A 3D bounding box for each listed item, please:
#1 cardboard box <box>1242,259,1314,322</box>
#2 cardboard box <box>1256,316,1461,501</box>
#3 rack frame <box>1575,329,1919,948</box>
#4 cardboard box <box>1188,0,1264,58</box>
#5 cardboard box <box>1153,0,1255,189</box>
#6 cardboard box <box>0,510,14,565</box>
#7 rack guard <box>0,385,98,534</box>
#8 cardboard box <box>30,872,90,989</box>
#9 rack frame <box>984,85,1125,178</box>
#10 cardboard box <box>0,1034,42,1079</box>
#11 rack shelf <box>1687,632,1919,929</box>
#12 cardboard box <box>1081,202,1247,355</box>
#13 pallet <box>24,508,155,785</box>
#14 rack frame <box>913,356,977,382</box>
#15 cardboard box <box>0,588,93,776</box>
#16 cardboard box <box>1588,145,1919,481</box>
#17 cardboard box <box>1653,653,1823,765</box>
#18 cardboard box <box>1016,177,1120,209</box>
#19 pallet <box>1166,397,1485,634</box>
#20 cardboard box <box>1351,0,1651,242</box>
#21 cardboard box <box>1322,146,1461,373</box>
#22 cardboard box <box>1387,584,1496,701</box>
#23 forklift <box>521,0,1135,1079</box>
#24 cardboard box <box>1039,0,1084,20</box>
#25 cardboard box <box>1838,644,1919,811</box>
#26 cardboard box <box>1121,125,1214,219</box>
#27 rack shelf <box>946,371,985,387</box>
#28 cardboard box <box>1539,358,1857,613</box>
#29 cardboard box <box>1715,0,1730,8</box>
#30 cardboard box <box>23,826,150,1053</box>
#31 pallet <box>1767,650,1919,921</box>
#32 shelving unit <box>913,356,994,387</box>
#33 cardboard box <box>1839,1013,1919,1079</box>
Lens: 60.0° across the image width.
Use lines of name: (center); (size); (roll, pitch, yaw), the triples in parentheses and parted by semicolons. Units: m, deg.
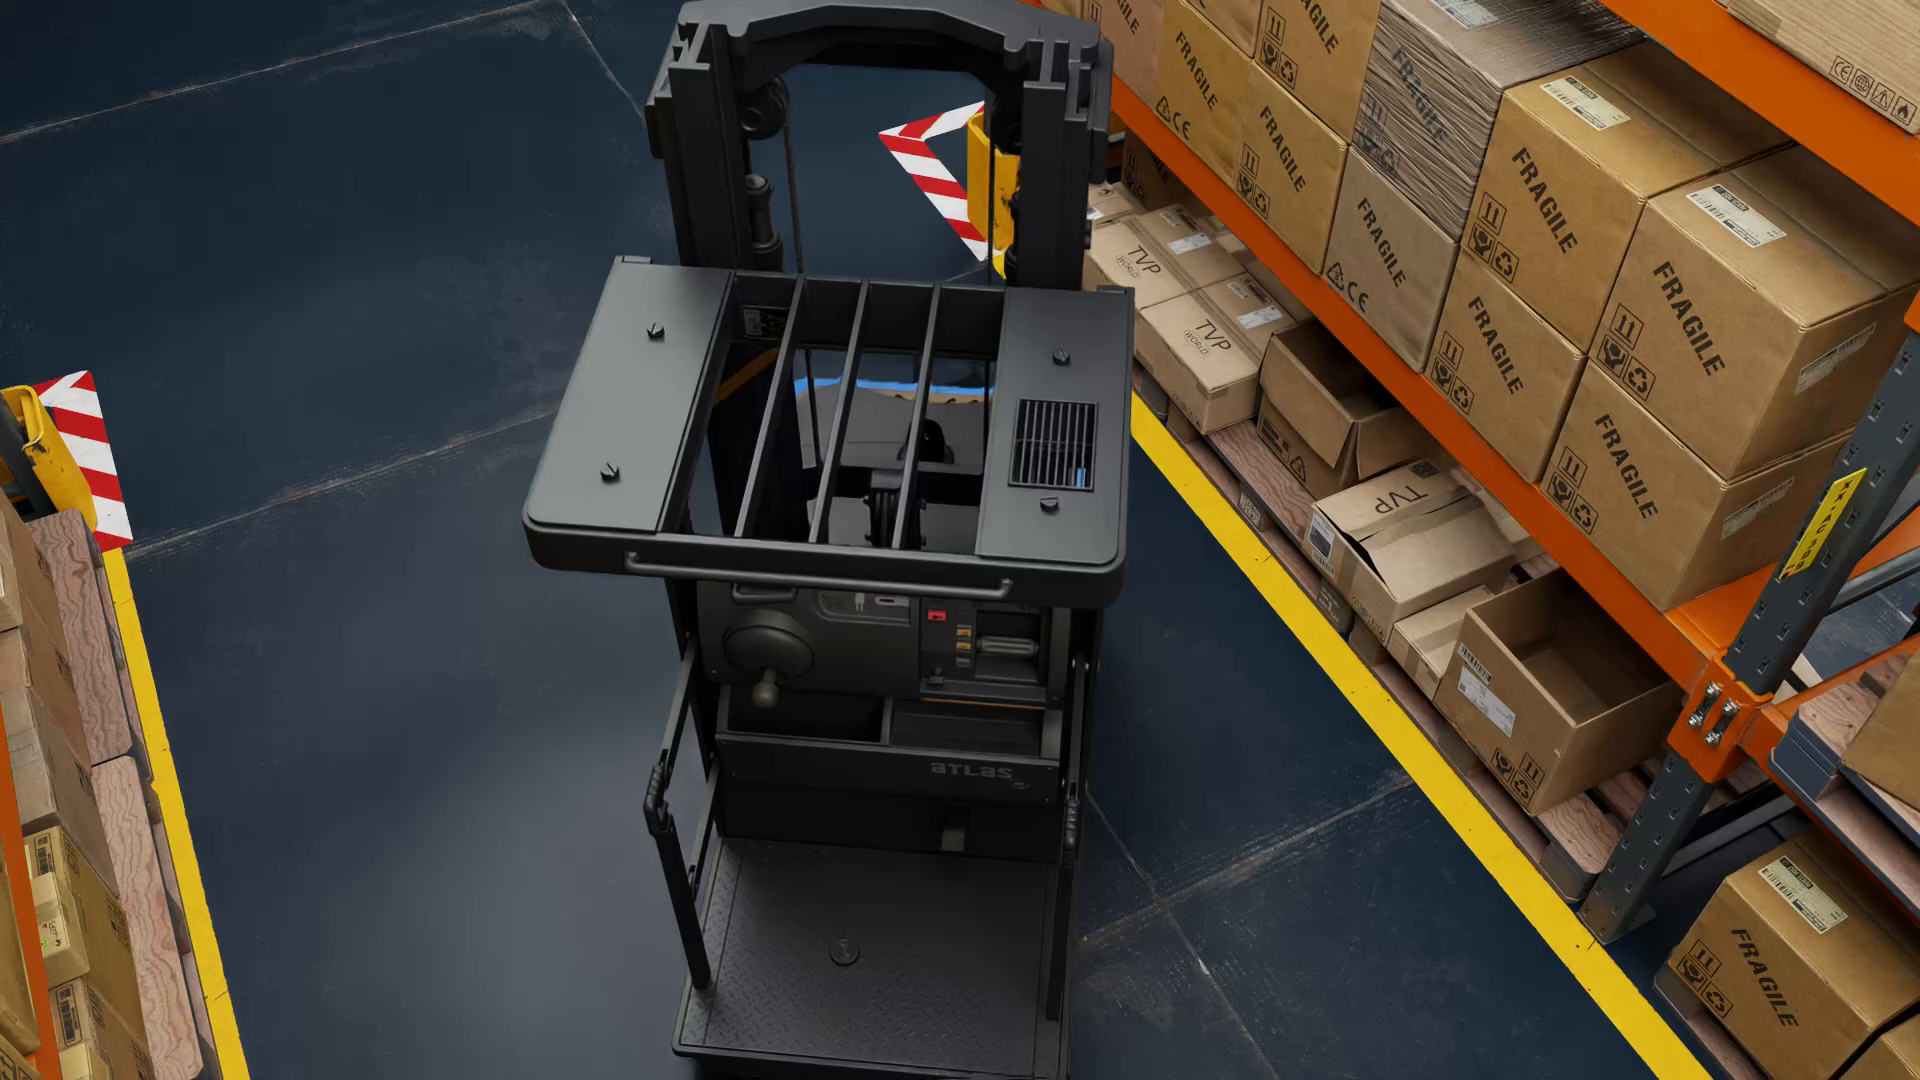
cardboard box: (1.449, -0.932, 6.607); (0.500, 0.250, 0.500); (-21, 52, -18)
cardboard box: (1.539, -0.519, 6.077); (0.797, 0.503, 0.637); (-21, 52, -18)
rack frame: (2.404, 0.060, 4.205); (1.000, 3.000, 0.127); (-21, 52, -18)
cardboard box: (1.012, -1.908, 5.195); (0.500, 0.500, 0.500); (-21, 52, -17)
cardboard box: (1.010, -1.582, 5.574); (0.500, 0.500, 0.500); (-21, 52, -18)
cardboard box: (-3.200, 0.020, 5.191); (0.380, 0.149, 0.250); (-22, 52, -18)
rack guard: (-3.841, -0.102, 6.007); (1.175, 0.500, 0.348); (-21, 52, -18)
cardboard box: (-2.484, 1.063, 4.279); (0.380, 0.149, 0.250); (-23, 53, -19)
rack frame: (0.573, -2.617, 6.546); (1.000, 3.000, 0.127); (-21, 52, -18)
cardboard box: (-2.233, 1.301, 2.920); (0.980, 0.700, 0.700); (-20, 52, -17)
rack shelf: (3.319, 1.635, 3.305); (1.077, 0.370, 4.000); (-21, 52, -18)
cardboard box: (0.799, -1.061, 6.719); (0.500, 0.250, 0.500); (-21, 52, -18)
pallet: (-3.394, 0.518, 5.657); (1.003, 0.211, 1.213); (-21, 52, -18)
rack frame: (-0.050, -0.370, 5.976); (0.240, 0.900, 0.006); (-21, 52, -18)
cardboard box: (-3.191, 0.545, 5.162); (0.700, 0.500, 0.500); (-21, 52, -18)
cardboard box: (1.942, -0.552, 4.009); (0.500, 0.500, 0.500); (-21, 52, -17)
cardboard box: (2.404, 0.445, 5.362); (0.500, 0.311, 0.500); (-21, 52, -18)
cardboard box: (0.459, -1.425, 7.105); (0.380, 0.149, 0.250); (-21, 52, -18)
pallet: (1.528, -0.300, 6.372); (1.003, 0.211, 1.213); (-21, 52, -18)
cardboard box: (1.475, -1.231, 4.603); (0.500, 0.500, 0.500); (-21, 52, -17)
cardboard box: (1.472, -0.907, 4.984); (0.500, 0.500, 0.500); (-20, 52, -17)
cardboard box: (1.666, 0.340, 5.562); (0.380, 0.149, 0.250); (-21, 52, -18)
forklift: (-0.209, 0.350, 3.997); (1.130, 2.935, 3.031); (4, 49, 4)
cardboard box: (0.542, -2.262, 6.170); (0.500, 0.500, 0.500); (-20, 52, -17)
cardboard box: (2.421, 0.283, 3.665); (0.500, 0.500, 0.700); (35, 58, 27)
cardboard box: (1.041, -1.660, 7.078); (0.500, 0.500, 0.500); (-21, 52, -18)
rack shelf: (-0.004, -0.458, 5.738); (0.258, 0.077, 0.200); (-21, 52, -18)
cardboard box: (1.947, -0.219, 4.383); (0.500, 0.500, 0.500); (-20, 52, -17)
cardboard box: (1.725, -1.450, 3.633); (0.500, 0.250, 0.500); (-21, 52, -18)
cardboard box: (-2.710, 1.236, 4.558); (0.700, 0.500, 0.500); (-20, 52, -17)
pallet: (2.672, 0.695, 3.777); (1.003, 0.211, 1.213); (-21, 52, -18)
shelving unit: (-0.004, -0.302, 5.916); (0.258, 0.900, 0.210); (-21, 52, -18)
cardboard box: (2.662, 1.499, 4.315); (0.500, 0.500, 0.500); (-20, 52, -17)
